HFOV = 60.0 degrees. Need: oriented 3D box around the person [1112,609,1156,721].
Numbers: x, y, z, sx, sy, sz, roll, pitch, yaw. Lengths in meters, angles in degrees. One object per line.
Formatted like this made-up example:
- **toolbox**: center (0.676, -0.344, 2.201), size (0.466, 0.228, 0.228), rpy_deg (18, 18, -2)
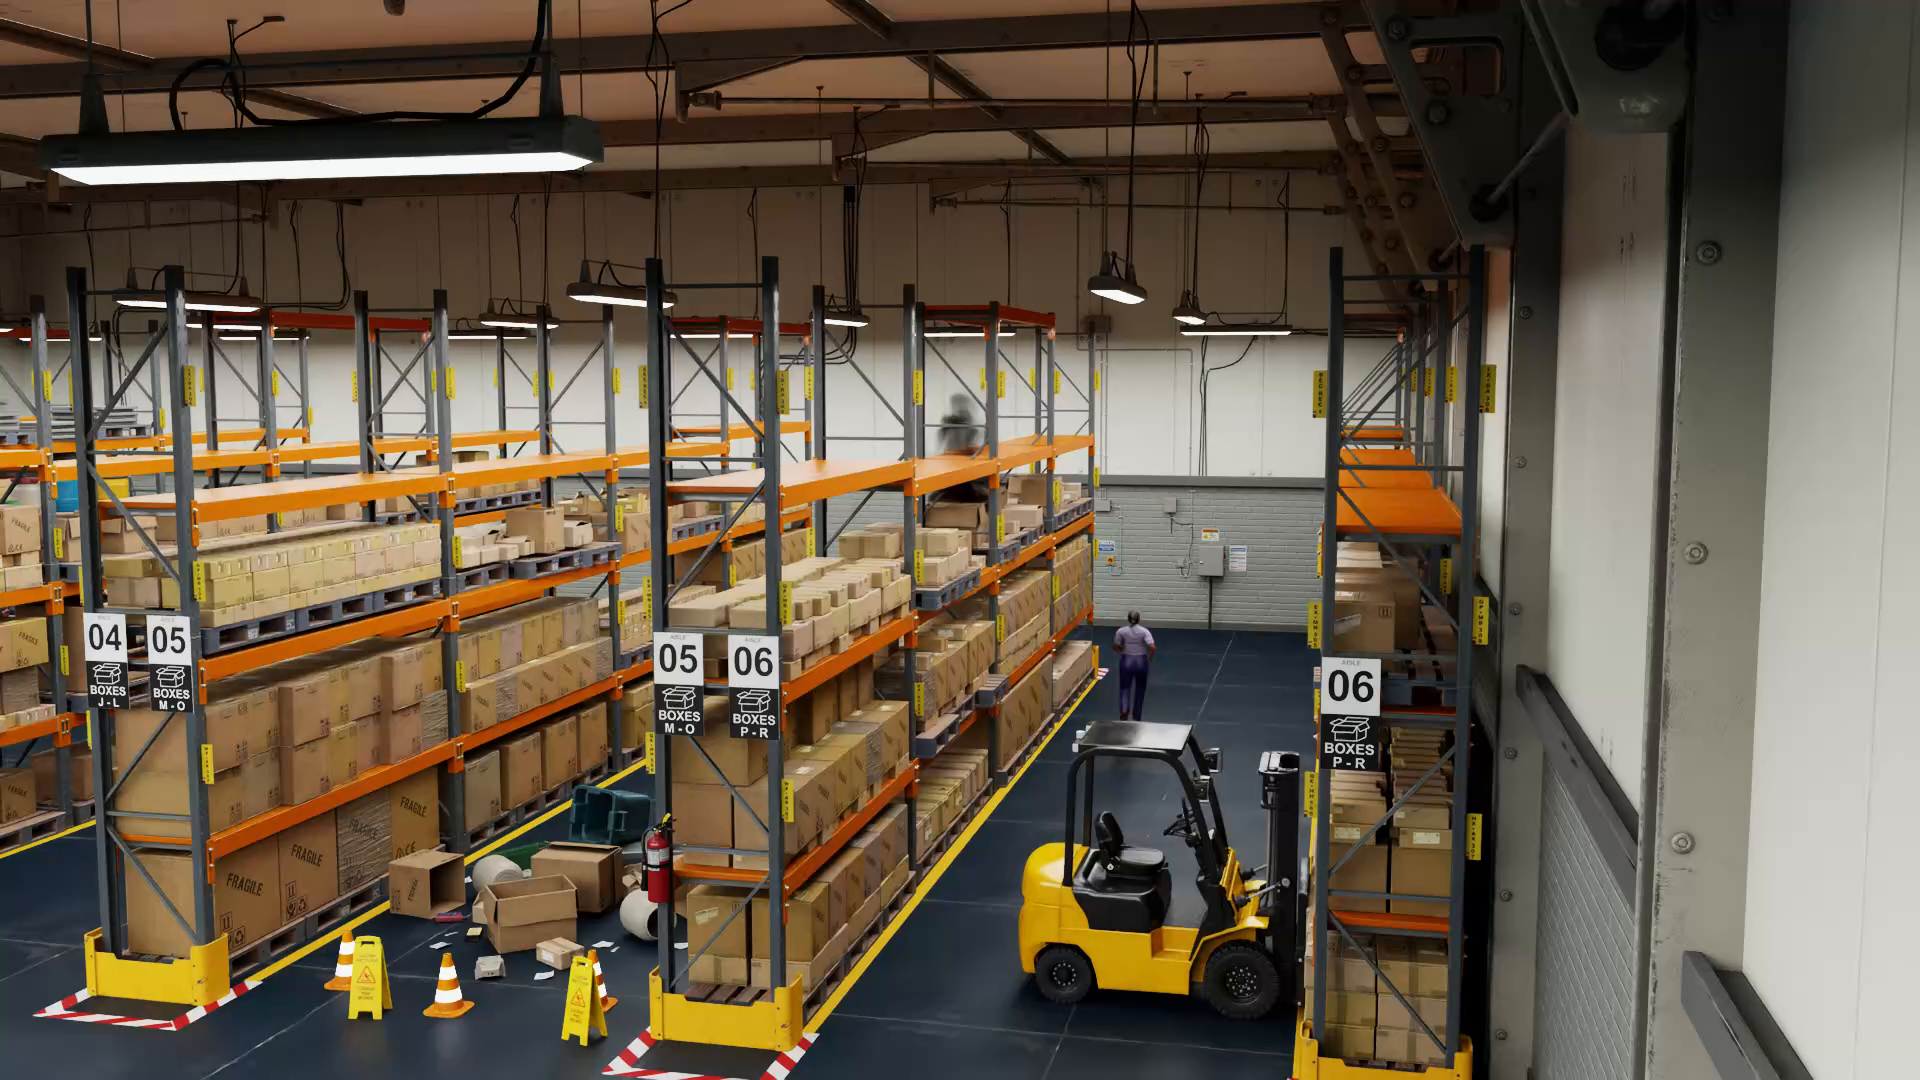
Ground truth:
- **person**: center (2.417, 1.764, 23.060), size (0.615, 1.630, 0.655), rpy_deg (1, 6, 12)
